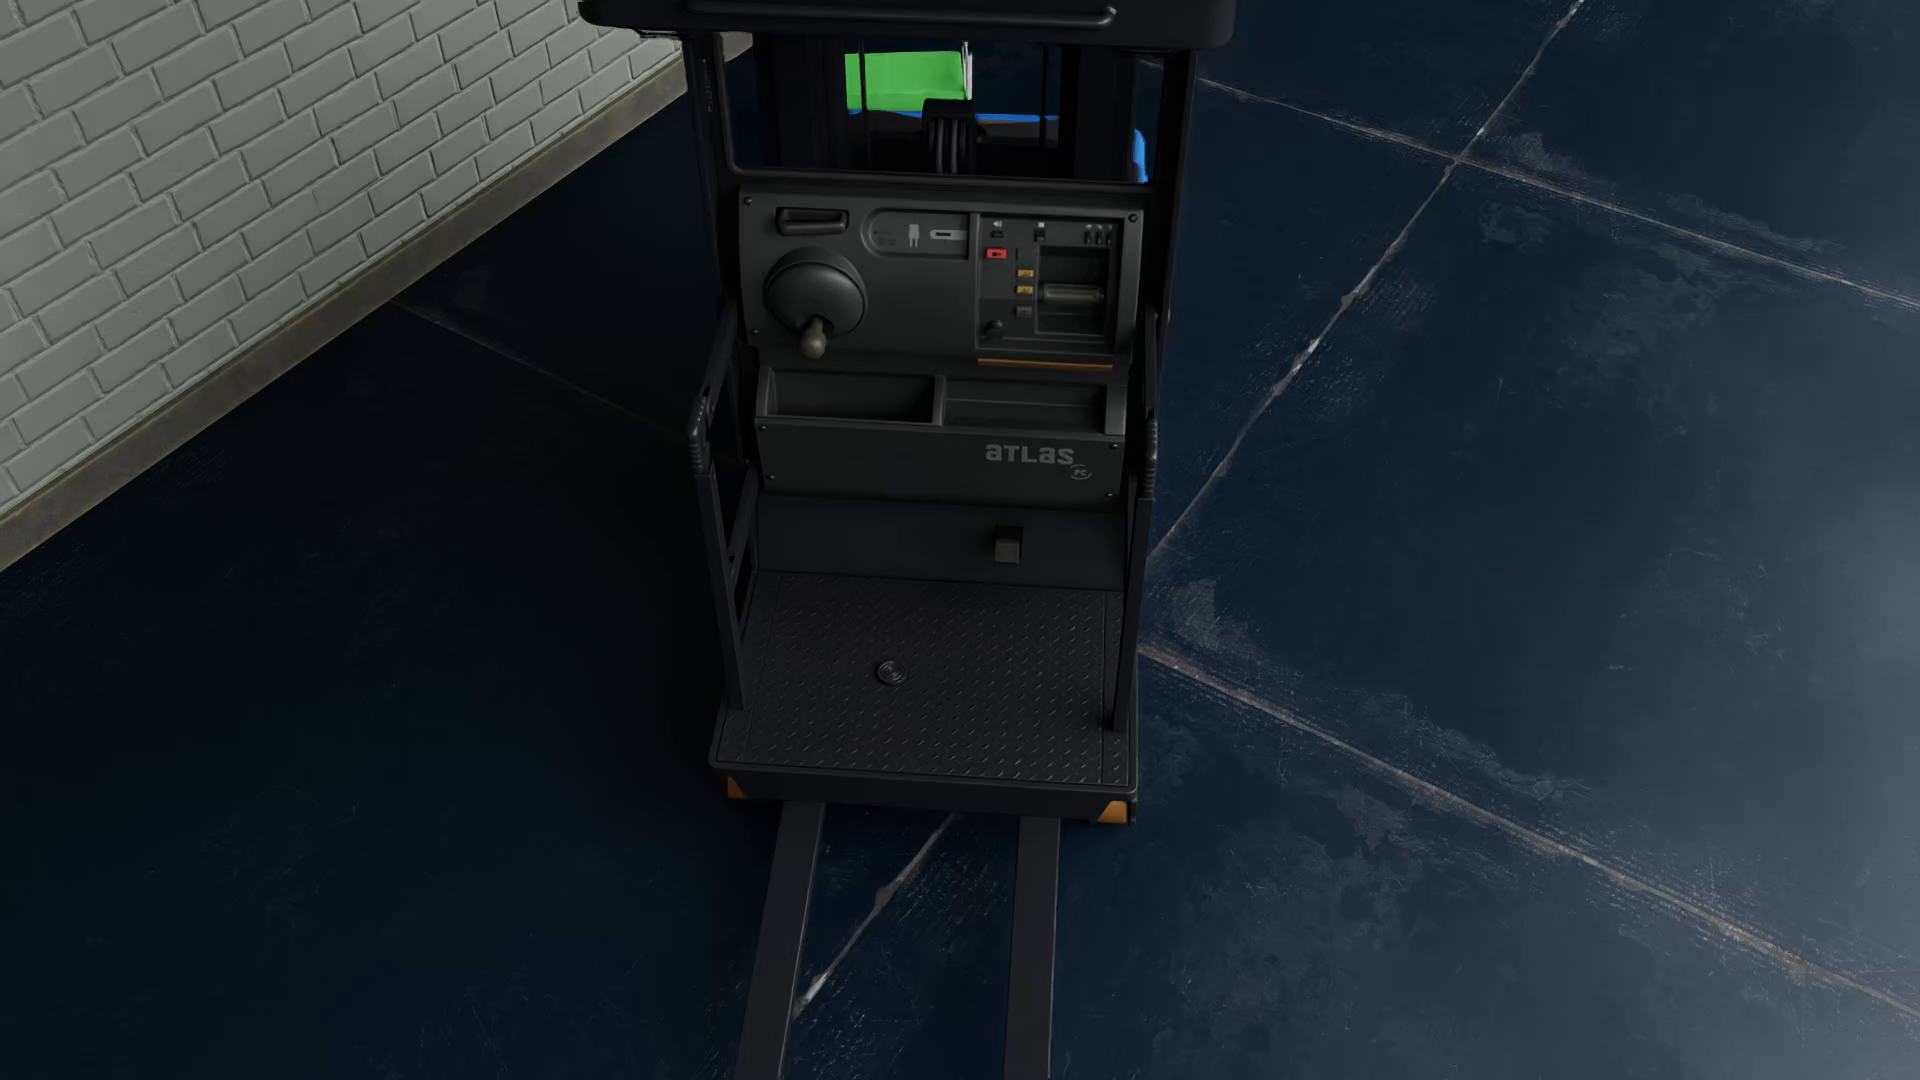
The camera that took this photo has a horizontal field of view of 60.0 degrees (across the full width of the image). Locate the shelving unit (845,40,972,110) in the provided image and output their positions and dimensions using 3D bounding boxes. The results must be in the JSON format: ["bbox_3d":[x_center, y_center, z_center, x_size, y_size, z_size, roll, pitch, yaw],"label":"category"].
[{"bbox_3d":[-0.222,-1.117,5.498,0.503,1.200,0.258,-2,46,-2],"label":"shelving unit"}]

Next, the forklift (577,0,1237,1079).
[{"bbox_3d":[-0.063,-0.511,3.703,1.130,2.935,3.031,3,46,3],"label":"forklift"}]

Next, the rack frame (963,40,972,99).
[{"bbox_3d":[0.022,-1.126,5.506,0.015,1.200,0.240,-2,46,-2],"label":"rack frame"}]

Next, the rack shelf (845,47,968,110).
[{"bbox_3d":[-0.221,-1.405,5.197,0.480,0.148,0.258,-2,46,-2],"label":"rack shelf"}]
